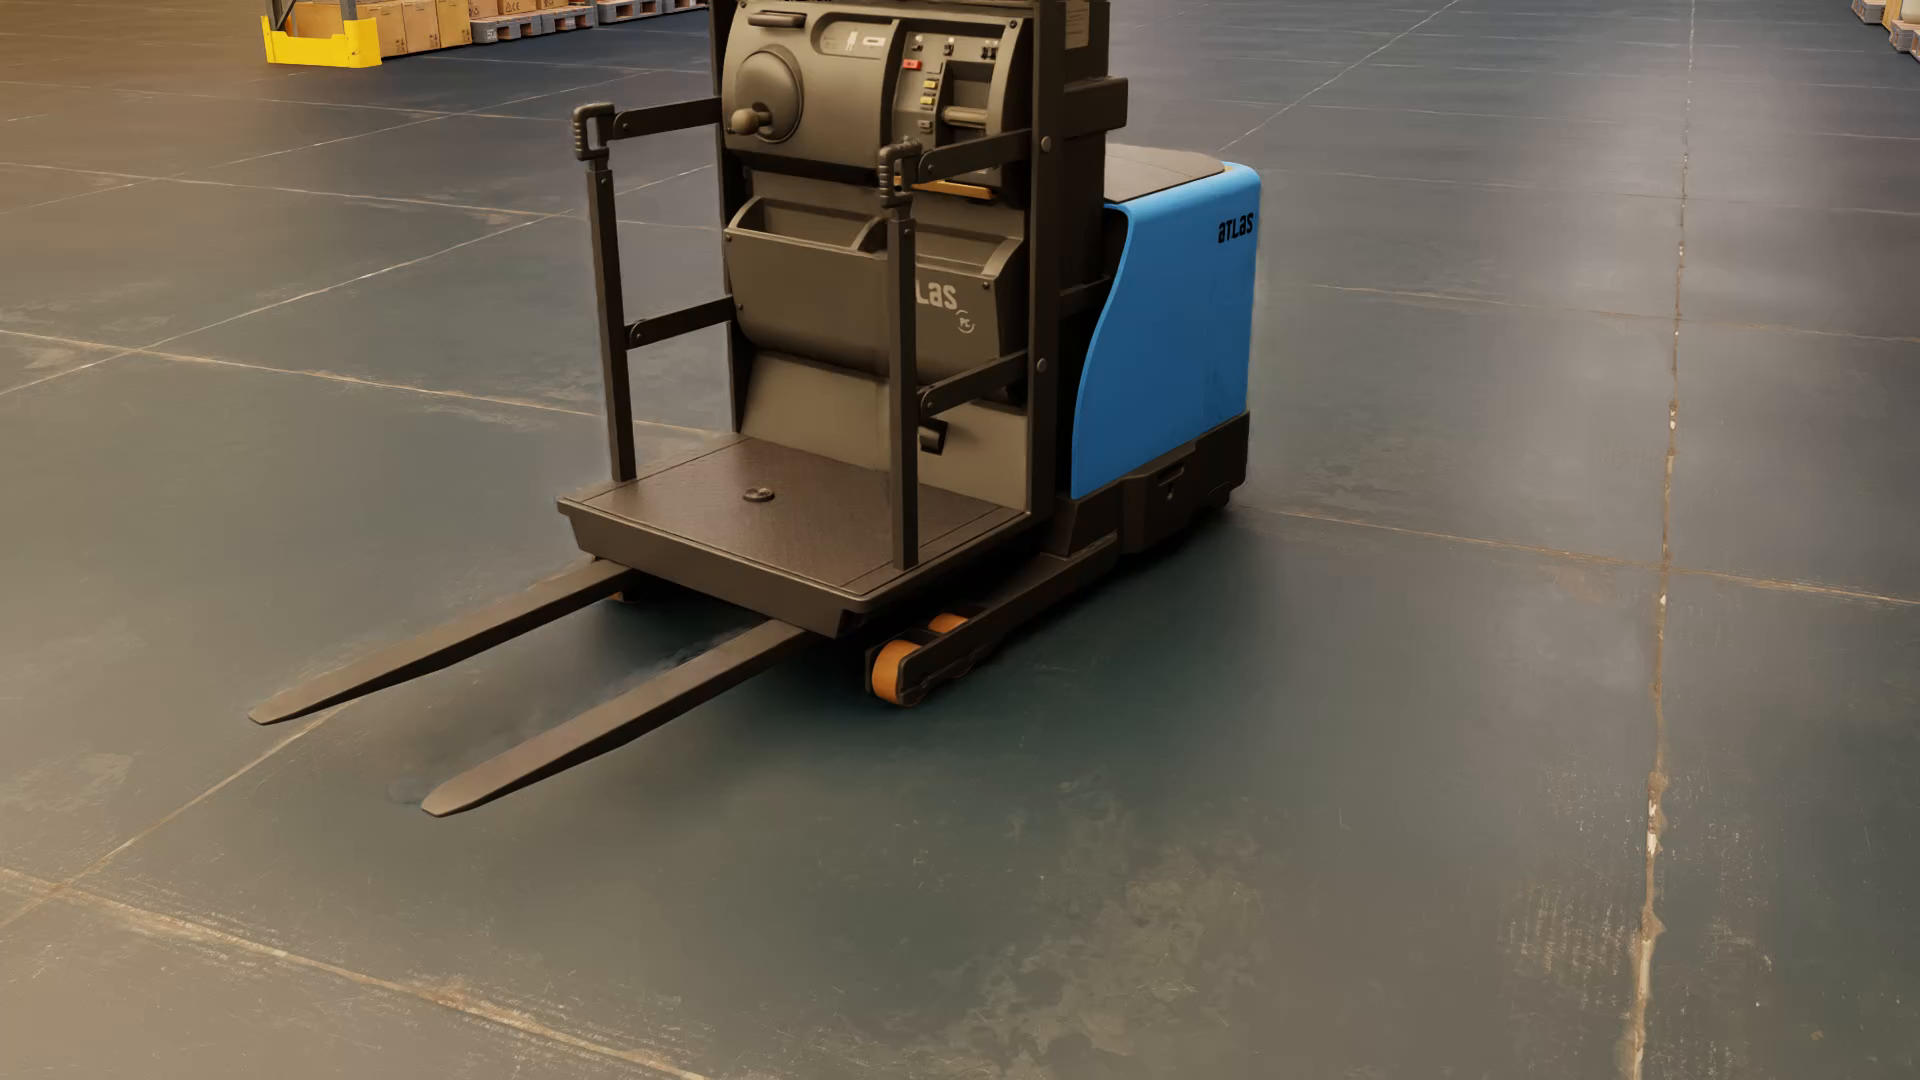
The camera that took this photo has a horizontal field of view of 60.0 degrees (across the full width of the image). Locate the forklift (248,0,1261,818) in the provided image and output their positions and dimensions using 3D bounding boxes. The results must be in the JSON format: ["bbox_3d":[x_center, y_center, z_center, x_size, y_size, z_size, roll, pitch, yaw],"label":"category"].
[{"bbox_3d":[-0.366,-1.153,4.051,1.130,2.935,3.031,16,28,34],"label":"forklift"}]
